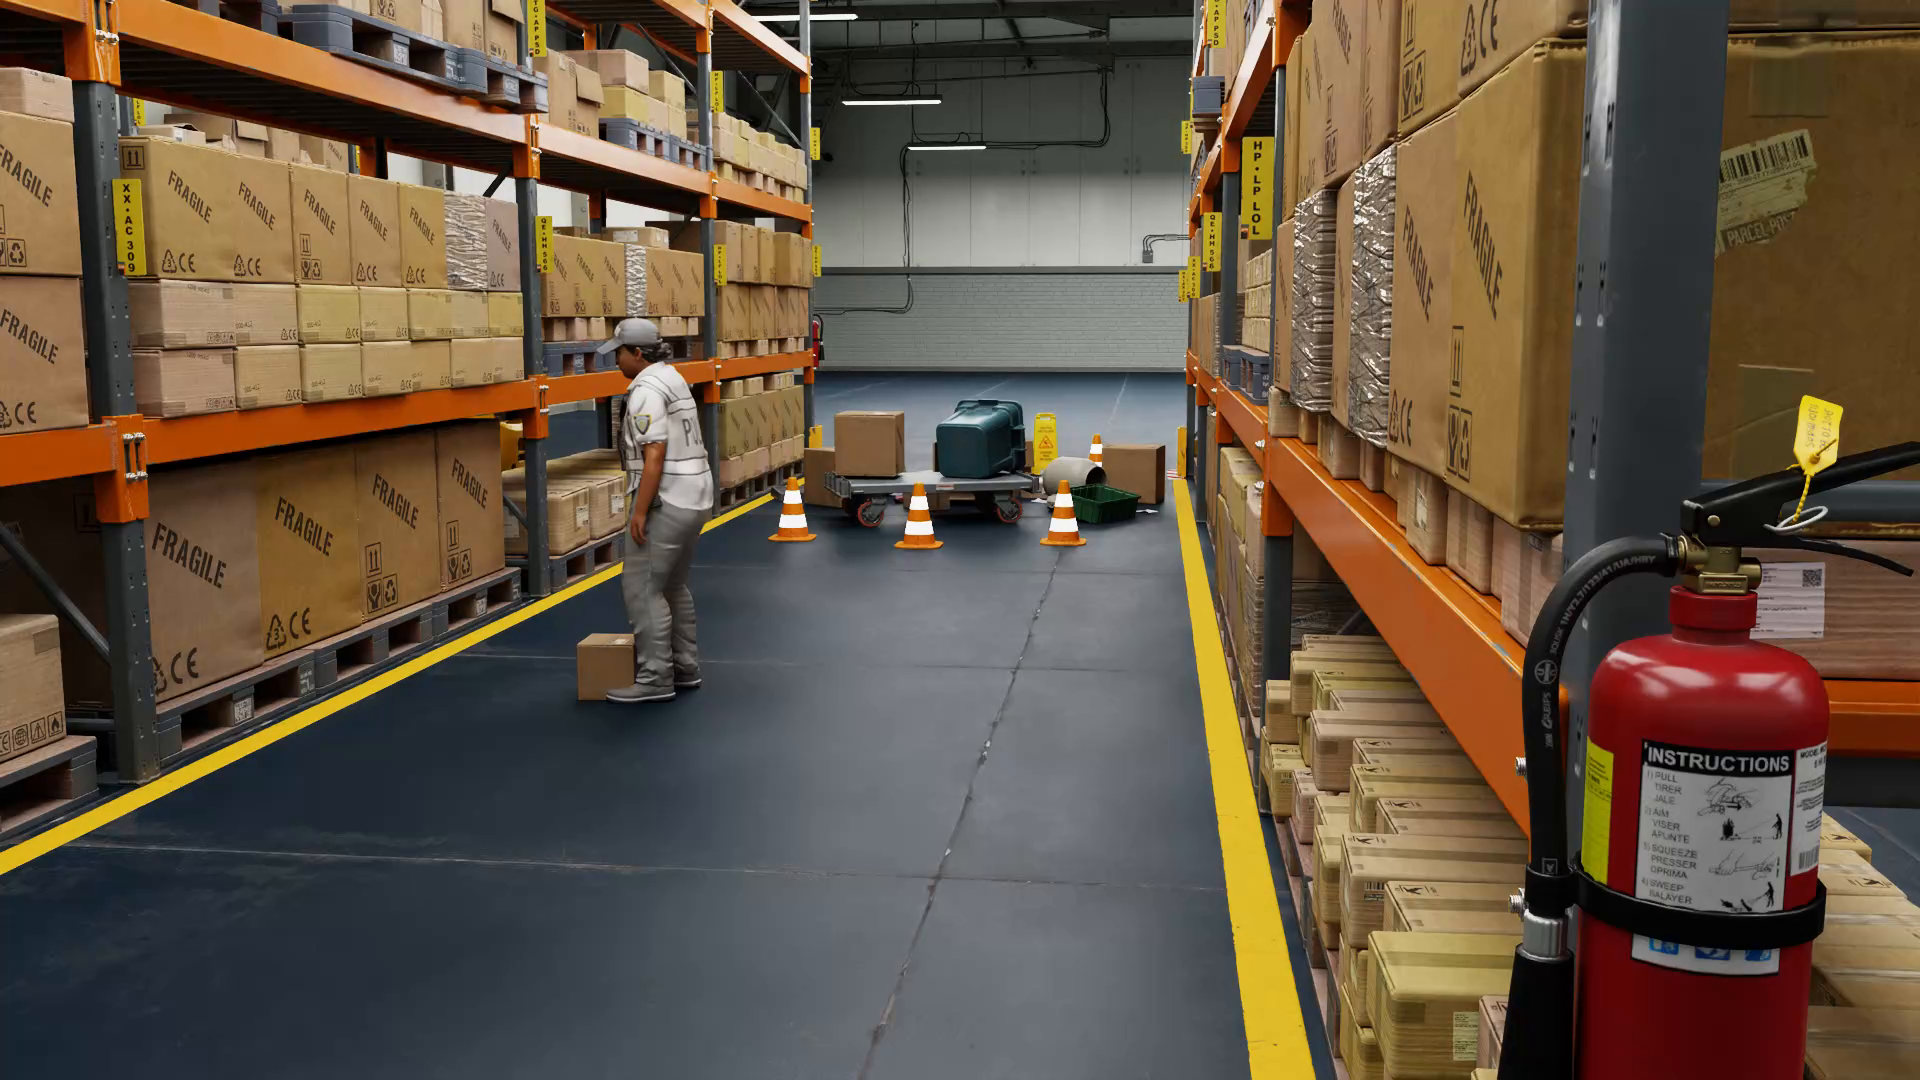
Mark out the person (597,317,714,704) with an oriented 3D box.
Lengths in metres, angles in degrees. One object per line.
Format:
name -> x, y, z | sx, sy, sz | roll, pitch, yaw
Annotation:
person -> -1.335, -0.136, 7.282 | 0.459, 1.666, 0.547 | 1, 8, 6
